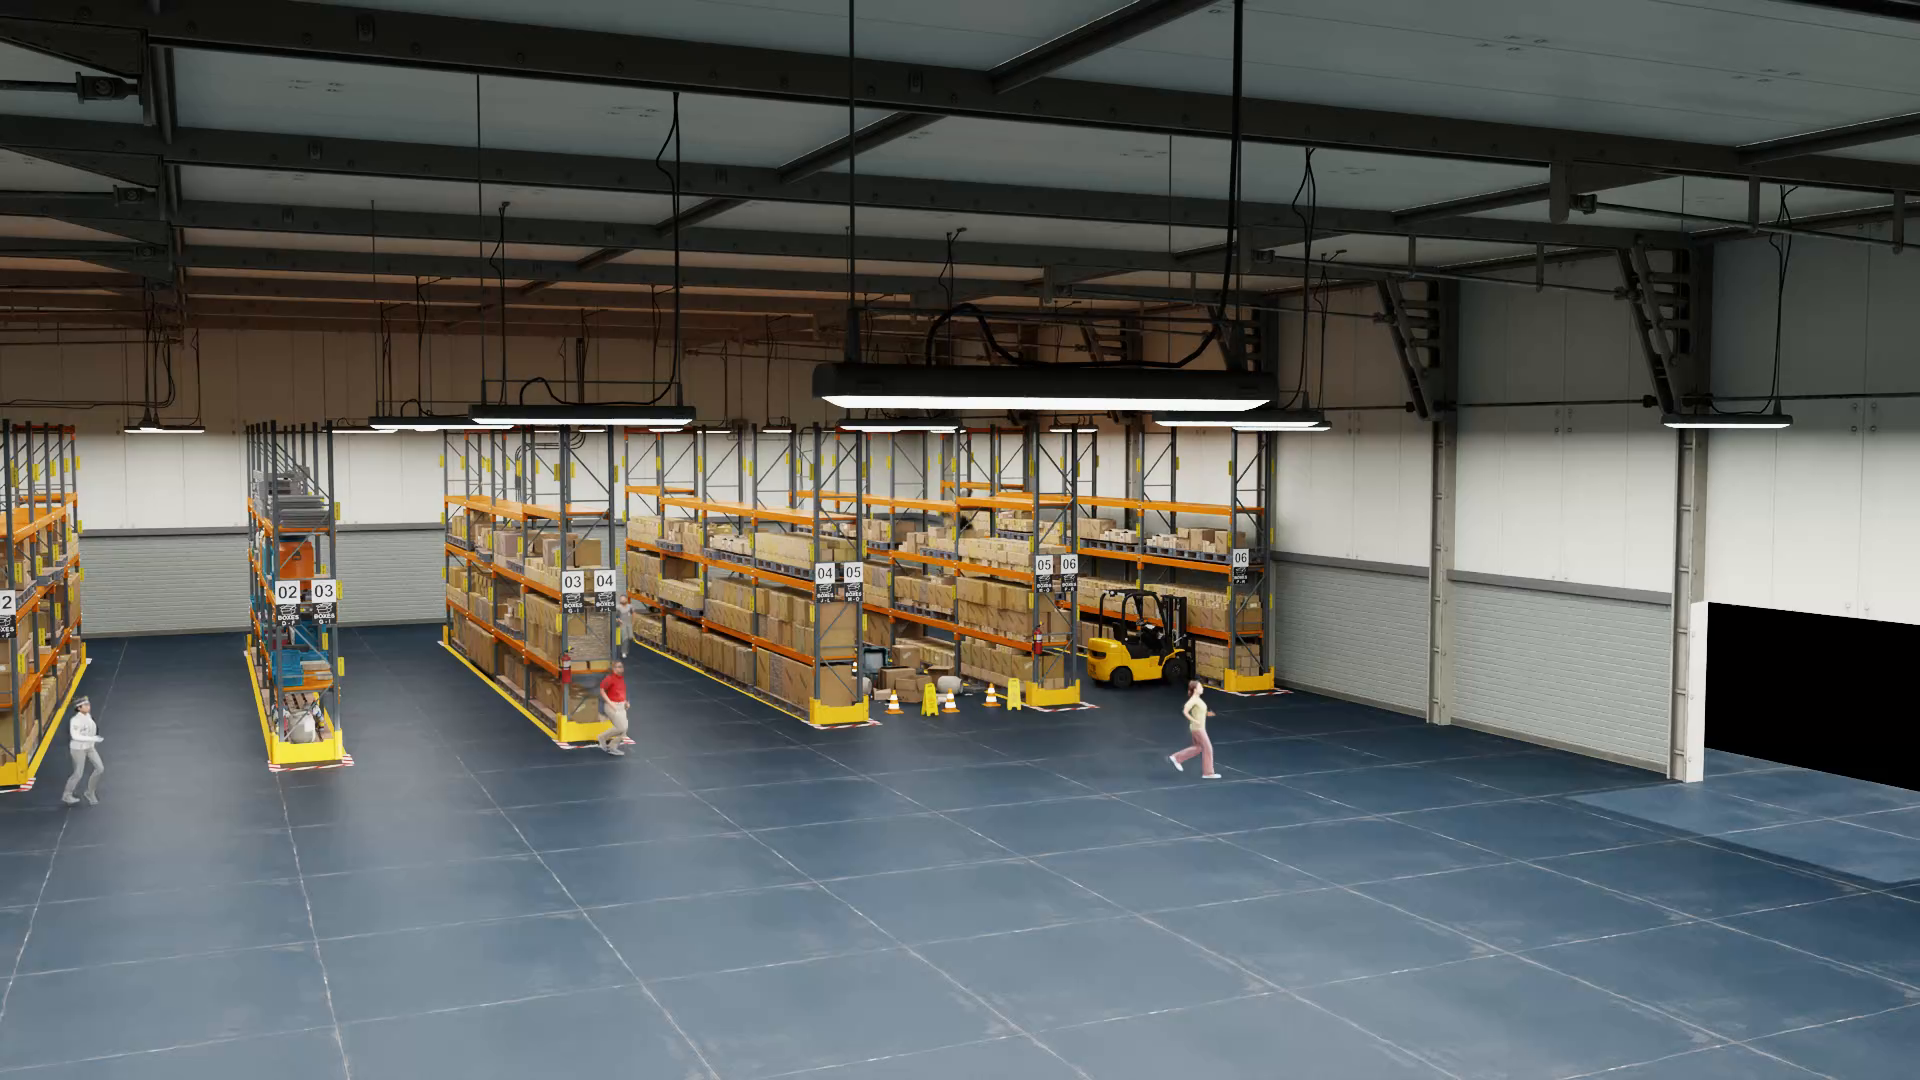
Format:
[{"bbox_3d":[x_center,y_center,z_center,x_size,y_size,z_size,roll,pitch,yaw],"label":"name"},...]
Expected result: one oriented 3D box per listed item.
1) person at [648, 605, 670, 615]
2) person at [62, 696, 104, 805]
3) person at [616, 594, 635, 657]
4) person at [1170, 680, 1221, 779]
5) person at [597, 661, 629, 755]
[{"bbox_3d":[-8.880,1.771,49.239,0.934,1.827,0.746,-2,4,-30],"label":"person"},{"bbox_3d":[-13.568,3.284,25.779,0.705,1.747,0.634,0,4,6],"label":"person"},{"bbox_3d":[-8.647,2.222,43.003,0.577,1.628,0.526,-1,4,-21],"label":"person"},{"bbox_3d":[3.936,3.159,27.782,0.868,1.641,0.590,1,4,14],"label":"person"},{"bbox_3d":[-6.225,3.021,29.896,0.560,1.697,0.665,1,4,14],"label":"person"}]
